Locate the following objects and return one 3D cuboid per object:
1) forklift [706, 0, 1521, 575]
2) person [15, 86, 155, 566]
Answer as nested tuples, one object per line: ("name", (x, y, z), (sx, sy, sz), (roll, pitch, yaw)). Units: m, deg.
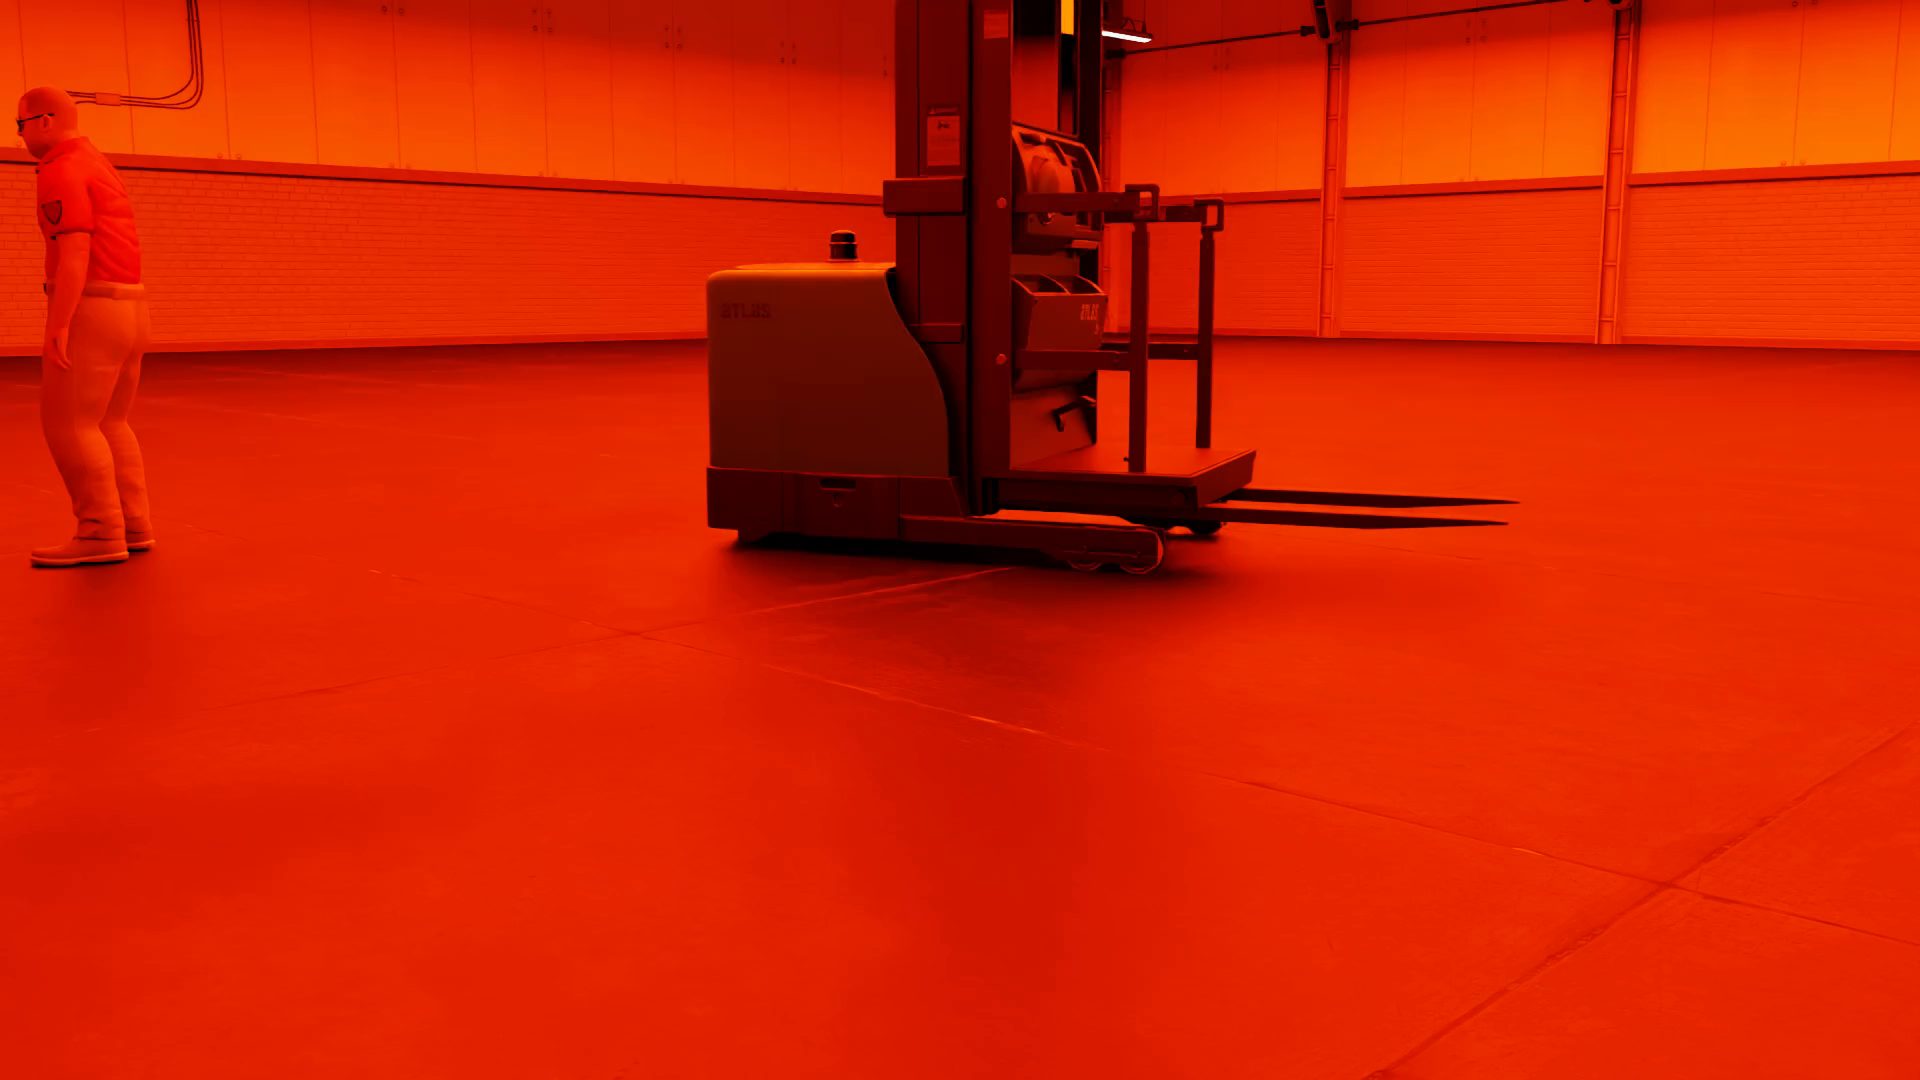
("forklift", (0.565, -1.416, 6.275), (3.031, 2.935, 1.130), (3, 9, 22))
("person", (-3.237, -0.788, 6.153), (0.396, 1.725, 0.585), (-1, 9, -8))
